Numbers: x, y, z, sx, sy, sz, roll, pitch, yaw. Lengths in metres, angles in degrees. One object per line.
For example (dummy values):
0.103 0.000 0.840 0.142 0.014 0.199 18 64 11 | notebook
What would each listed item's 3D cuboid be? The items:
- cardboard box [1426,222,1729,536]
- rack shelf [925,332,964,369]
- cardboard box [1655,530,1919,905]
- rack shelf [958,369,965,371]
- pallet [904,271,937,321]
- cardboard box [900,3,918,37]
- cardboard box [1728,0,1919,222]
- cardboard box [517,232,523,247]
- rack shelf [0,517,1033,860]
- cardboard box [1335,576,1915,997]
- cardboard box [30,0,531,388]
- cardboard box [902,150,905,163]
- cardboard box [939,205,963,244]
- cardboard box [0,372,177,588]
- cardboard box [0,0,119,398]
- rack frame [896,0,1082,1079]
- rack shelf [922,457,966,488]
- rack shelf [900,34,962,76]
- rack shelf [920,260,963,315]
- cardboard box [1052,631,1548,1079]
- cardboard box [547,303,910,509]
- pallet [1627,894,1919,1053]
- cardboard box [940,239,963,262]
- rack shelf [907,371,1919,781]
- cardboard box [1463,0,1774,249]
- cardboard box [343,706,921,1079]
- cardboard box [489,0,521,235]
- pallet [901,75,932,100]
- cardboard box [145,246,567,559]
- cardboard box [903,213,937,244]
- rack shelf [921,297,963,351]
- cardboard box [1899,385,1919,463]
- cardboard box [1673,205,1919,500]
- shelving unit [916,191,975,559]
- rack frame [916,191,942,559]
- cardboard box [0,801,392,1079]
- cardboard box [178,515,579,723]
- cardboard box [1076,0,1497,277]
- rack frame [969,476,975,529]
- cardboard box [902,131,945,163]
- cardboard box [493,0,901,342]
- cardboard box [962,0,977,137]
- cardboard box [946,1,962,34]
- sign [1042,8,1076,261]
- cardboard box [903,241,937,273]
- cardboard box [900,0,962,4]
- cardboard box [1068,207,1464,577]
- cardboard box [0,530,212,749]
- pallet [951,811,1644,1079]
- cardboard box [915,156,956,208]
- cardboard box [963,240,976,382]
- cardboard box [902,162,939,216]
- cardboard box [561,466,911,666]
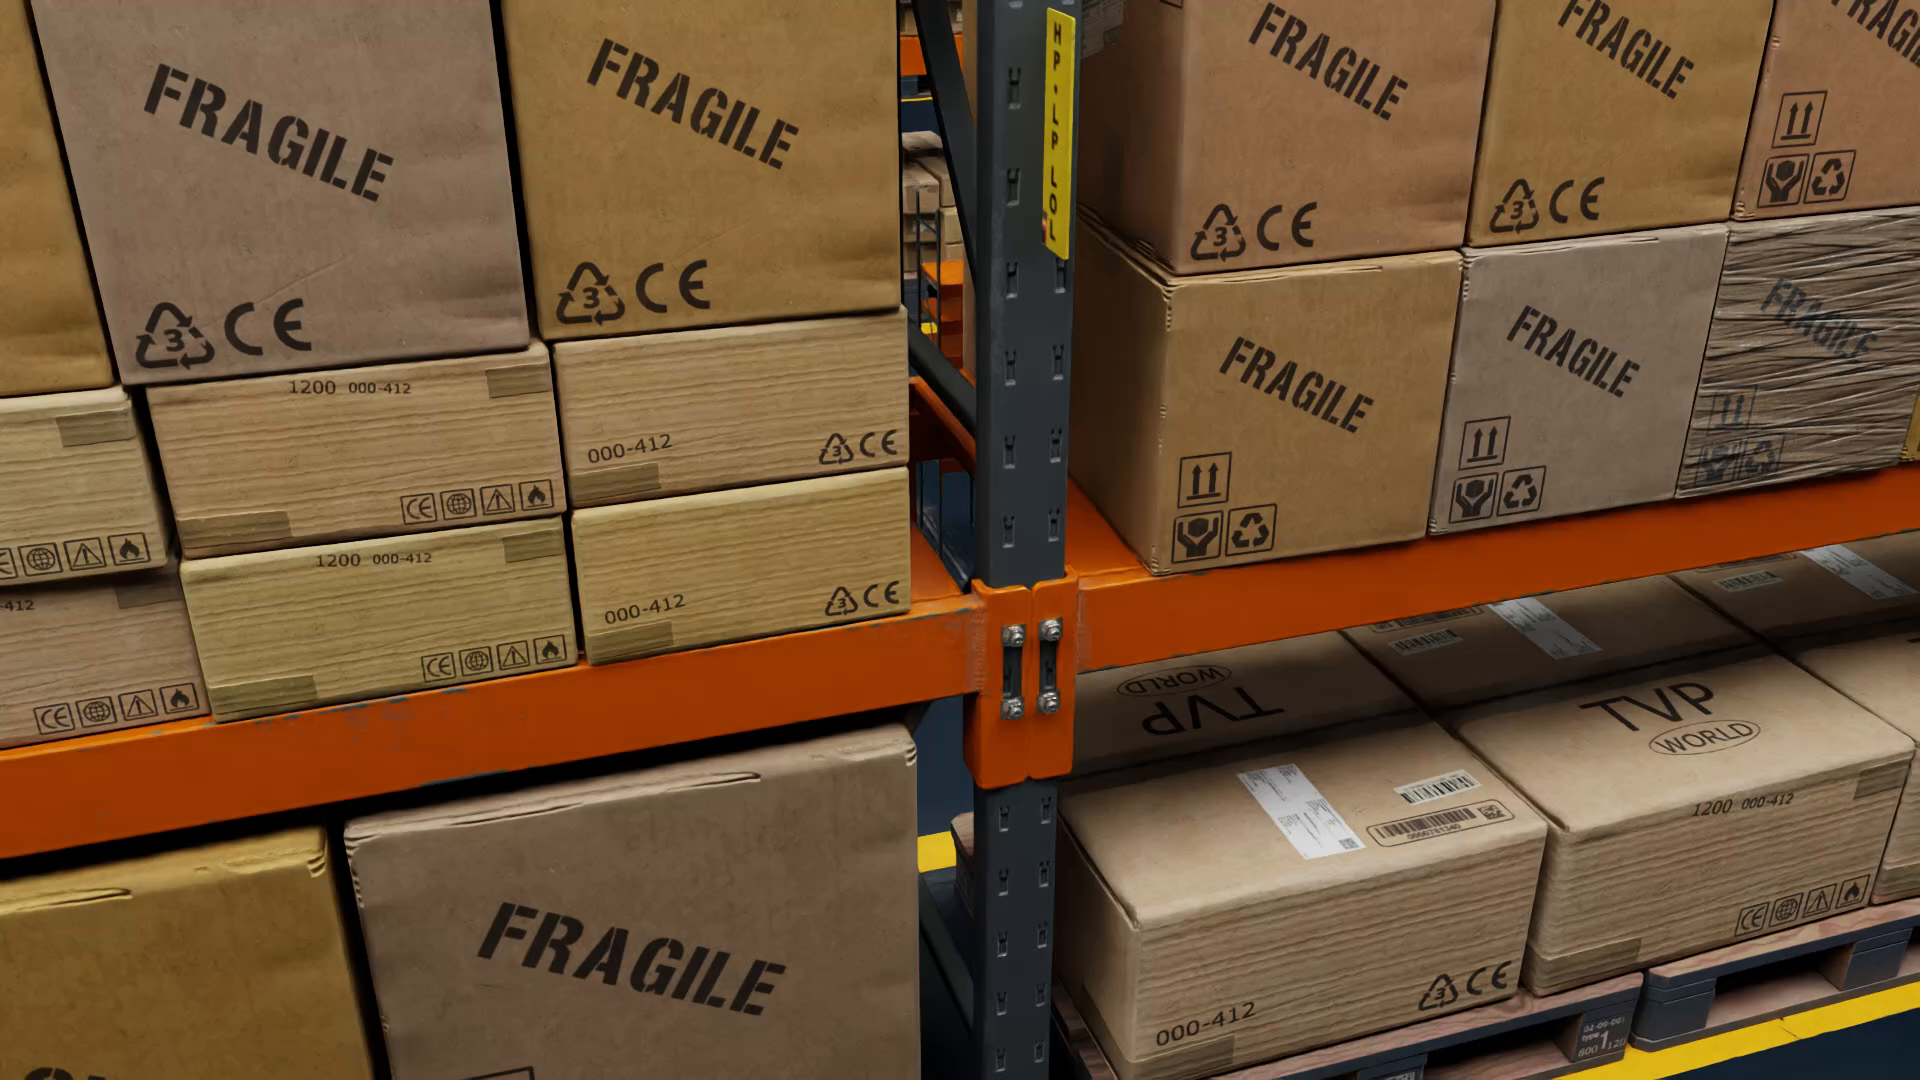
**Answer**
0.963 -0.366 3.001 0.500 0.500 0.500 -8 28 -16 | cardboard box
-0.014 -0.603 5.446 0.180 0.103 0.258 -8 28 -16 | rack shelf
2.295 0.372 4.036 0.875 0.438 0.875 -7 27 -15 | cardboard box
-0.014 -0.496 5.499 0.180 0.103 0.258 -8 28 -16 | rack shelf
0.116 -1.407 8.346 1.213 0.211 1.003 -8 28 -16 | pallet
-0.322 -2.334 7.361 0.250 0.149 0.380 -8 27 -15 | cardboard box
1.456 -0.888 2.928 0.500 0.500 0.500 -8 27 -15 | cardboard box
-0.550 -0.515 3.020 0.500 0.250 0.500 -9 28 -18 | cardboard box
-1.946 0.298 2.585 4.000 0.370 1.077 -8 28 -16 | rack shelf
1.437 0.495 3.788 0.875 0.438 0.875 -9 28 -18 | cardboard box
-0.881 -0.550 2.248 0.500 0.500 0.500 -8 27 -15 | cardboard box
-0.451 -1.883 8.235 0.250 0.149 0.380 -10 28 -19 | cardboard box
-0.010 -1.531 7.860 0.250 0.149 0.380 -8 28 -16 | cardboard box
-1.352 -0.147 2.279 0.500 0.250 0.500 -8 27 -15 | cardboard box
-1.369 -0.488 2.124 0.500 0.500 0.500 -7 27 -15 | cardboard box
-0.044 -0.299 2.980 0.127 3.000 1.000 -8 28 -16 | rack frame
-0.014 -0.281 5.606 0.180 0.103 0.258 -8 28 -16 | rack shelf
0.228 -2.332 7.882 4.000 0.370 1.077 -8 28 -16 | rack shelf
-0.014 -0.818 5.339 0.180 0.103 0.258 -8 28 -16 | rack shelf
0.586 0.619 3.539 0.875 0.438 0.875 -9 28 -17 | cardboard box
-0.388 -0.293 2.573 0.500 0.250 0.500 -8 28 -16 | cardboard box
1.865 0.708 4.086 1.213 0.211 1.003 -8 28 -16 | pallet
-0.006 -1.400 7.930 0.250 0.149 0.380 -9 28 -17 | cardboard box
1.857 -0.253 3.695 4.000 0.370 1.077 -8 28 -16 | rack shelf
0.966 -0.822 2.796 0.500 0.500 0.500 -9 28 -17 | cardboard box
-0.609 0.583 3.119 0.875 0.875 0.875 -7 27 -14 | cardboard box
-0.552 -0.853 2.858 0.500 0.500 0.500 -8 27 -16 | cardboard box
-0.046 -3.648 12.861 1.213 0.211 1.003 -8 28 -16 | pallet
-0.861 -0.221 2.428 0.500 0.250 0.500 -8 27 -15 | cardboard box
-0.270 -1.523 7.844 0.250 0.149 0.380 -7 27 -14 | cardboard box
-0.014 -0.711 5.392 0.180 0.103 0.258 -8 28 -16 | rack shelf
1.927 -0.502 3.276 0.500 0.500 0.500 -7 27 -15 | cardboard box
1.438 -0.431 3.133 0.500 0.500 0.500 -8 28 -16 | cardboard box
-0.014 -0.535 5.479 0.189 1.200 0.258 -8 28 -16 | shelving unit
-0.101 -0.523 5.454 0.006 1.200 0.240 -8 28 -16 | rack frame
-1.466 0.711 2.862 0.875 0.875 0.875 -7 27 -15 | cardboard box
-0.877 0.006 2.534 0.500 0.250 0.500 -9 28 -17 | cardboard box
0.483 -0.755 2.661 0.500 0.500 0.500 -8 28 -16 | cardboard box
0.073 -0.548 5.505 0.006 1.200 0.240 -8 28 -16 | rack frame
-0.198 -1.926 8.321 0.250 0.149 0.380 -9 28 -18 | cardboard box
-0.391 -0.624 2.397 0.500 0.500 0.500 -7 27 -14 | cardboard box
0.319 -0.974 3.101 0.500 0.500 0.500 -8 28 -17 | cardboard box
-0.065 -2.368 7.430 0.250 0.149 0.380 -7 27 -14 | cardboard box
0.133 -0.554 2.280 0.005 0.325 0.100 -8 28 -16 | sign
-0.283 -1.405 7.940 0.250 0.149 0.380 -9 28 -18 | cardboard box
-0.166 -2.643 7.254 0.500 0.500 0.500 -9 28 -17 | cardboard box
0.483 -0.298 2.865 0.500 0.500 0.500 -7 27 -14 | cardboard box
-1.363 0.067 2.410 0.500 0.250 0.500 -9 28 -17 | cardboard box
0.703 0.878 3.744 1.213 0.211 1.003 -8 28 -16 | pallet
-0.034 -1.703 7.872 0.250 0.149 0.380 -9 28 -18 | cardboard box
0.318 -0.516 3.304 0.500 0.500 0.500 -8 27 -16 | cardboard box
-0.268 -1.630 7.726 0.250 0.149 0.380 -8 27 -15 | cardboard box
-0.393 -0.064 2.674 0.500 0.250 0.500 -9 28 -17 | cardboard box
